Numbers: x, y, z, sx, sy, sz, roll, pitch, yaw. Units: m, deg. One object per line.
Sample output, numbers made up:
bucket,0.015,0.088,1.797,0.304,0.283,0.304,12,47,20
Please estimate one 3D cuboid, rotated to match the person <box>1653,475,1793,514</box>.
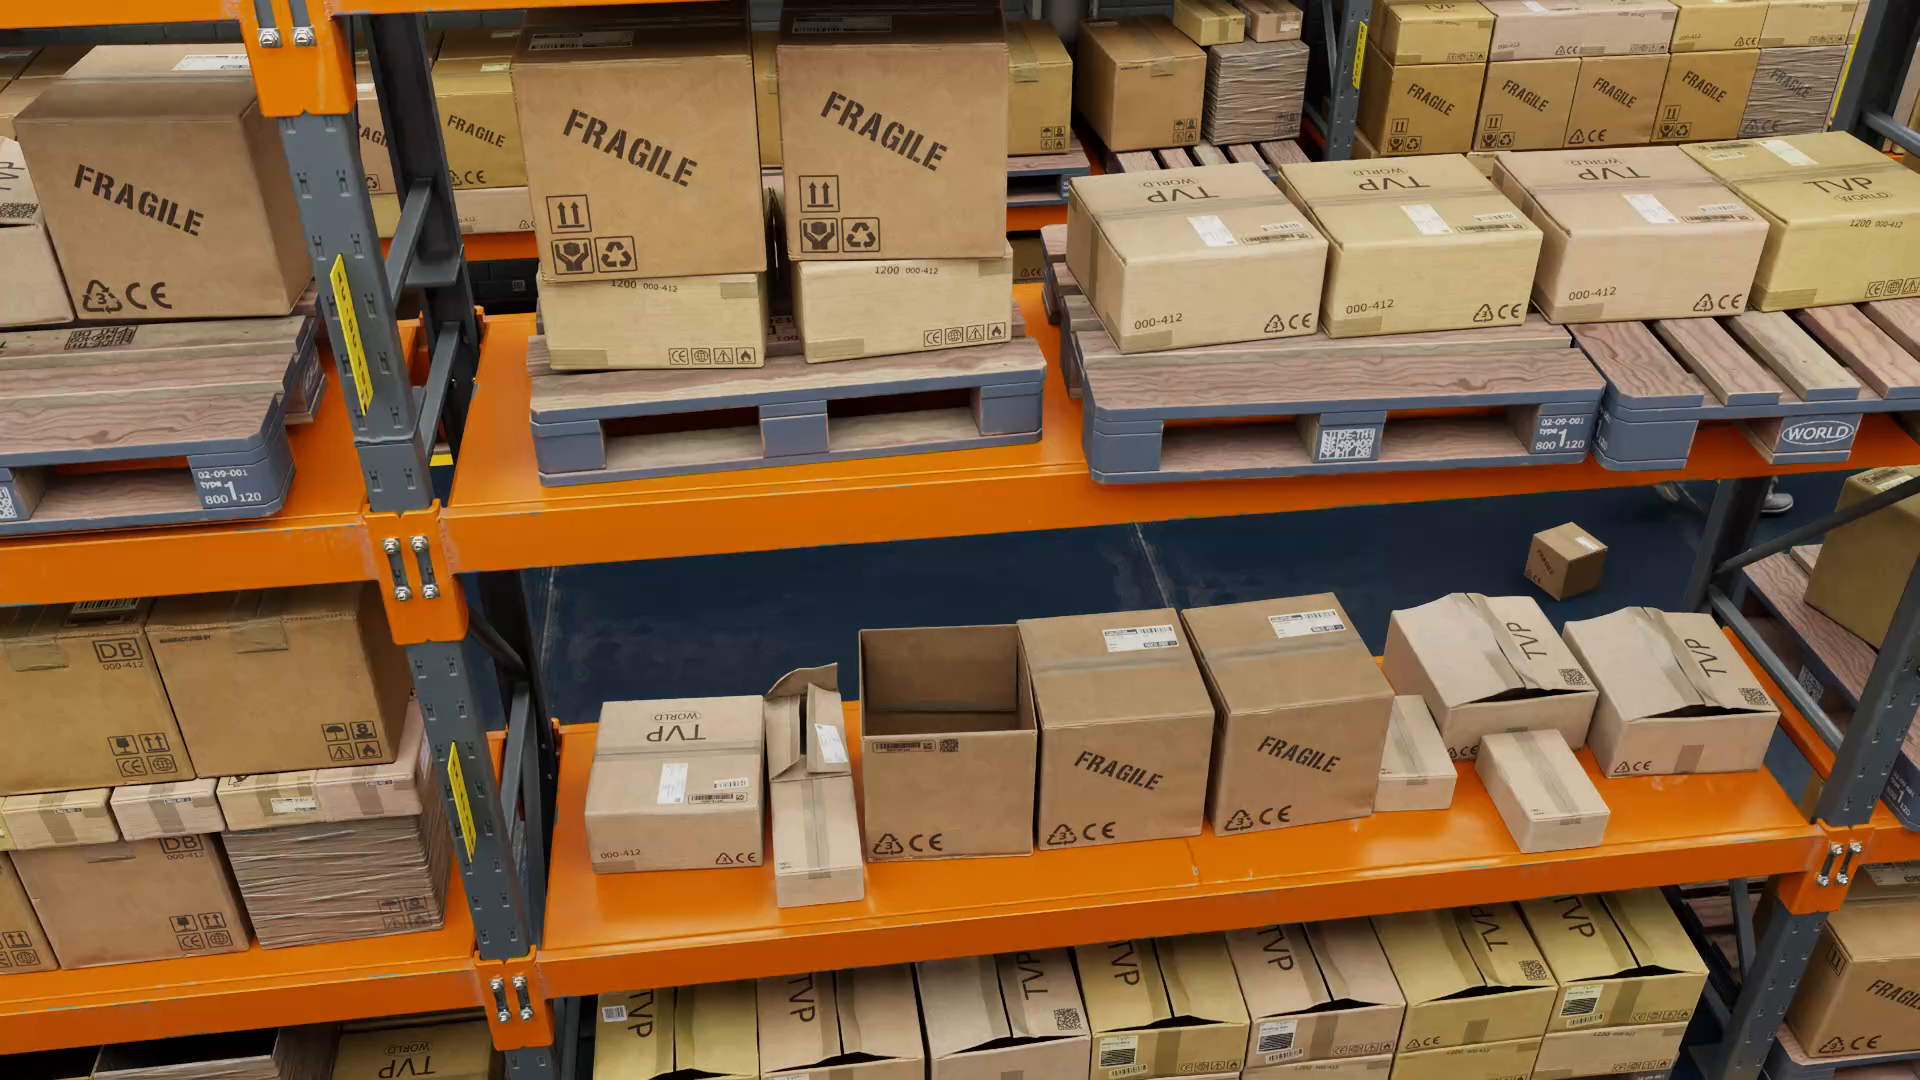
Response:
person,3.980,-0.847,8.333,0.809,1.626,0.499,-9,36,-13
